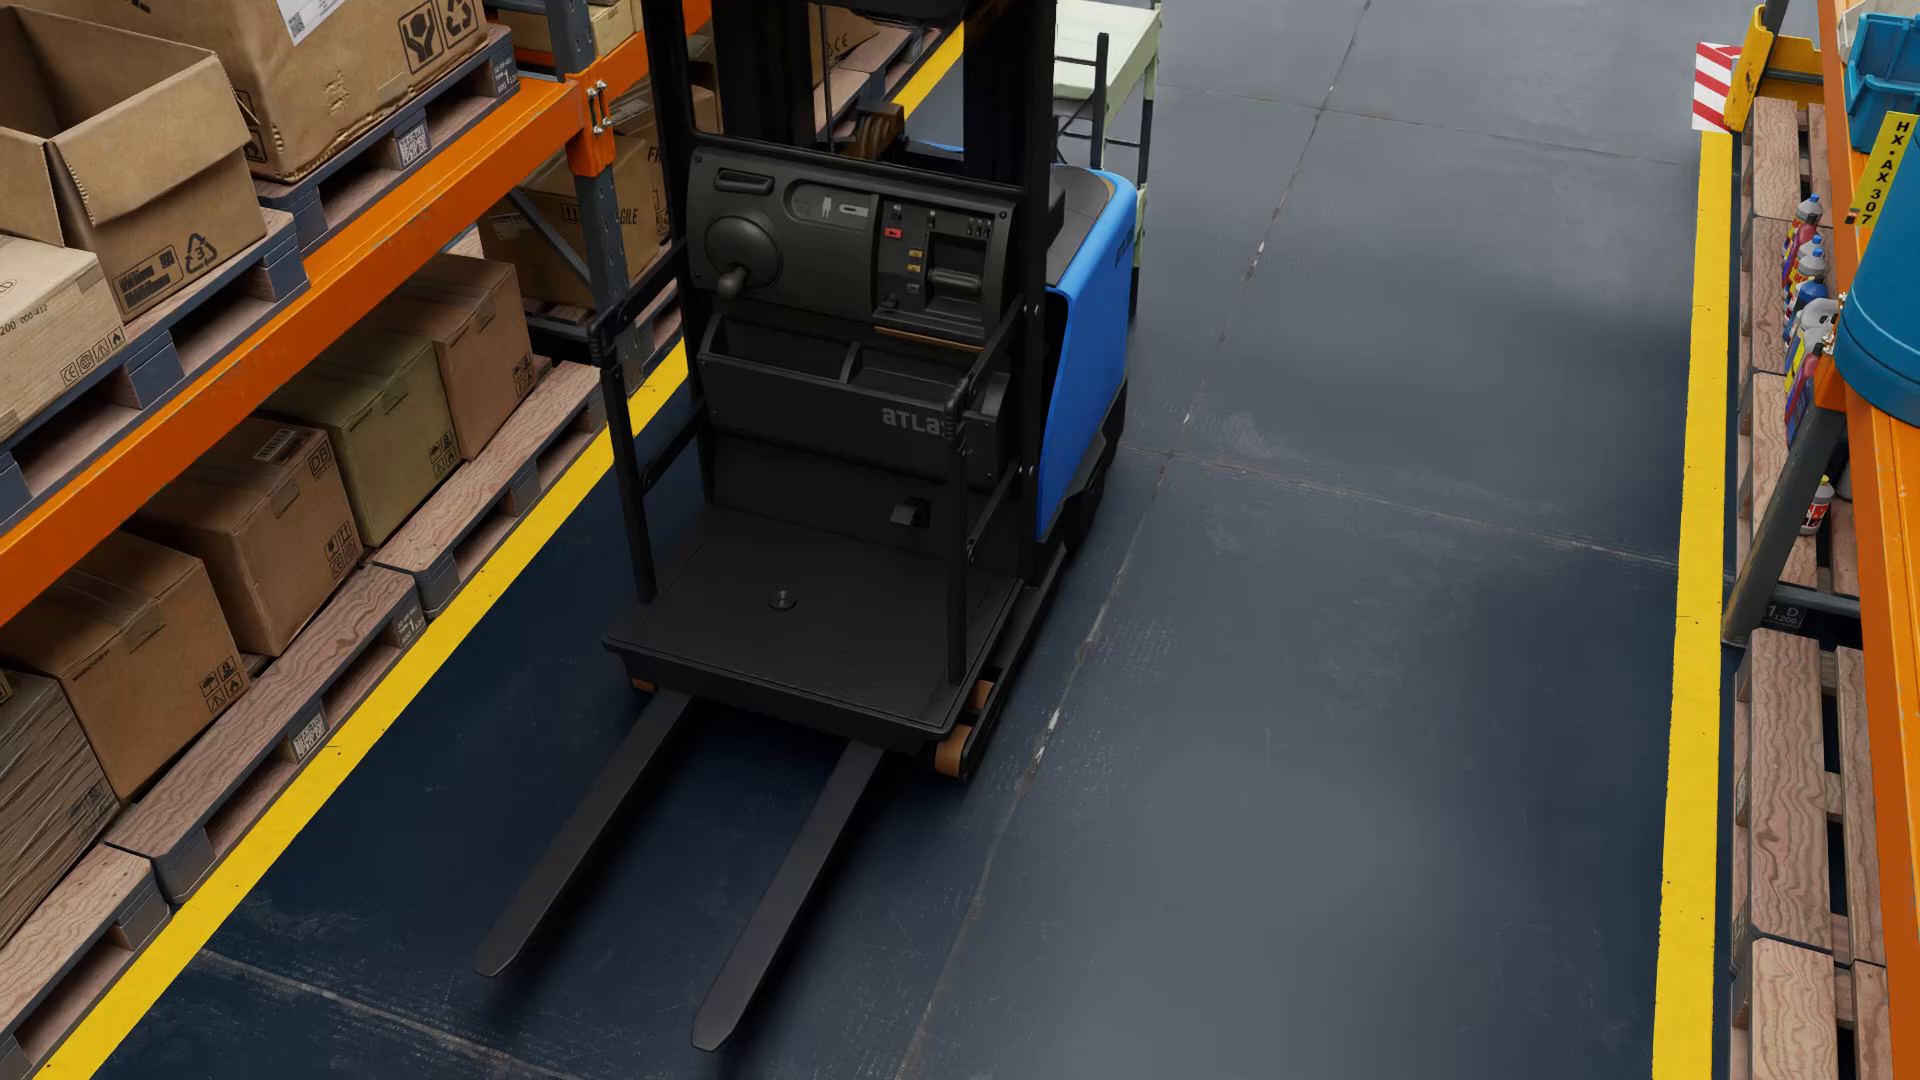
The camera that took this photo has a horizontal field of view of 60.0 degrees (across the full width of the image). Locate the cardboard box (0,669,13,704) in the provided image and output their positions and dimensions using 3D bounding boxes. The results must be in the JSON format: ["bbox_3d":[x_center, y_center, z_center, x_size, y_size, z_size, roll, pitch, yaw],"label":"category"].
[{"bbox_3d":[-2.711,0.367,4.018,0.500,0.250,0.500,18,44,20],"label":"cardboard box"}]

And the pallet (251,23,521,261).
[{"bbox_3d":[-2.114,-1.323,5.137,1.003,0.211,1.213,13,42,15],"label":"pallet"}]

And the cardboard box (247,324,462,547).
[{"bbox_3d":[-2.127,-0.390,5.483,0.700,0.500,0.500,13,42,15],"label":"cardboard box"}]

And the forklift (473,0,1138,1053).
[{"bbox_3d":[-0.382,-0.718,4.334,1.130,2.935,3.031,13,42,15],"label":"forklift"}]

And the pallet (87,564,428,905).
[{"bbox_3d":[-2.397,0.453,5.056,1.003,0.211,1.213,13,42,15],"label":"pallet"}]

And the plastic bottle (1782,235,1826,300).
[{"bbox_3d":[3.276,-1.054,6.437,0.097,0.271,0.097,0,40,0],"label":"plastic bottle"}]

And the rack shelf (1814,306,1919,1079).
[{"bbox_3d":[2.254,0.763,3.099,1.077,0.370,4.000,13,42,15],"label":"rack shelf"}]

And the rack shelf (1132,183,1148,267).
[{"bbox_3d":[0.410,-1.067,6.345,0.431,0.370,0.720,13,42,15],"label":"rack shelf"}]

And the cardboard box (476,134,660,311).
[{"bbox_3d":[-1.542,-1.274,6.534,0.500,0.500,0.500,12,42,14],"label":"cardboard box"}]

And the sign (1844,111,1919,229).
[{"bbox_3d":[2.425,-0.964,4.356,0.100,0.325,0.005,13,42,15],"label":"sign"}]

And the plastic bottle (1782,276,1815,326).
[{"bbox_3d":[3.208,-0.906,6.318,0.097,0.201,0.097,0,40,0],"label":"plastic bottle"}]

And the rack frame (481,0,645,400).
[{"bbox_3d":[-1.716,-1.830,5.583,1.000,3.000,0.127,13,42,15],"label":"rack frame"}]

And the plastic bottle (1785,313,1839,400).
[{"bbox_3d":[3.064,-0.661,5.915,0.144,0.351,0.185,13,42,15],"label":"plastic bottle"}]

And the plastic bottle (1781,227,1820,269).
[{"bbox_3d":[3.358,-1.173,6.631,0.097,0.201,0.097,0,40,0],"label":"plastic bottle"}]

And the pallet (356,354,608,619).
[{"bbox_3d":[-1.981,-0.294,5.932,1.003,0.211,1.213,13,42,15],"label":"pallet"}]

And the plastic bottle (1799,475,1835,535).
[{"bbox_3d":[2.769,-0.124,5.401,0.097,0.201,0.097,0,40,0],"label":"plastic bottle"}]

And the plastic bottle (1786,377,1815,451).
[{"bbox_3d":[2.953,-0.464,5.684,0.144,0.351,0.185,11,42,13],"label":"plastic bottle"}]

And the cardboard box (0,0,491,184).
[{"bbox_3d":[-2.119,-1.764,4.721,1.000,1.000,1.000,14,42,15],"label":"cardboard box"}]

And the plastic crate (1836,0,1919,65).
[{"bbox_3d":[3.255,-1.677,5.607,0.530,0.136,0.437,13,42,15],"label":"plastic crate"}]

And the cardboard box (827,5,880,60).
[{"bbox_3d":[-0.750,-2.729,8.240,0.500,0.500,0.500,25,46,26],"label":"cardboard box"}]

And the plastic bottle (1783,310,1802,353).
[{"bbox_3d":[3.138,-0.780,6.171,0.097,0.201,0.097,0,40,0],"label":"plastic bottle"}]

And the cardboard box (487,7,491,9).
[{"bbox_3d":[-1.824,-2.081,6.071,0.380,0.149,0.250,13,42,15],"label":"cardboard box"}]

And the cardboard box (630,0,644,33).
[{"bbox_3d":[-1.262,-1.948,5.916,0.380,0.149,0.250,13,42,15],"label":"cardboard box"}]

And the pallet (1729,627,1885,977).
[{"bbox_3d":[2.706,0.818,4.629,1.003,0.211,1.213,13,42,15],"label":"pallet"}]

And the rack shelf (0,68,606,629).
[{"bbox_3d":[-2.400,-0.336,4.387,1.077,0.370,4.000,13,42,15],"label":"rack shelf"}]

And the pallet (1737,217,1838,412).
[{"bbox_3d":[3.623,-0.817,6.544,1.003,0.211,1.213,13,42,15],"label":"pallet"}]

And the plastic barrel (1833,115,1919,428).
[{"bbox_3d":[2.521,-0.753,3.935,0.600,0.901,0.708,13,42,15],"label":"plastic barrel"}]

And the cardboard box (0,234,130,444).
[{"bbox_3d":[-2.295,-0.464,3.775,0.500,0.250,0.500,12,42,14],"label":"cardboard box"}]

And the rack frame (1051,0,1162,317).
[{"bbox_3d":[0.533,-1.539,6.398,0.400,1.500,0.023,13,42,15],"label":"rack frame"}]

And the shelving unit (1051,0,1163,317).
[{"bbox_3d":[0.410,-1.316,6.135,0.431,1.500,0.755,13,42,15],"label":"shelving unit"}]

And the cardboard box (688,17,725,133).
[{"bbox_3d":[-1.215,-2.021,7.410,0.500,0.500,0.500,10,41,11],"label":"cardboard box"}]

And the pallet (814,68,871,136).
[{"bbox_3d":[-1.104,-1.933,7.853,1.003,0.211,1.213,13,42,15],"label":"pallet"}]

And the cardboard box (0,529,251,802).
[{"bbox_3d":[-2.509,0.292,4.684,0.700,0.500,0.500,17,43,19],"label":"cardboard box"}]

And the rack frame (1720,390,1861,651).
[{"bbox_3d":[2.938,-0.730,4.295,1.000,3.000,0.127,13,42,15],"label":"rack frame"}]
